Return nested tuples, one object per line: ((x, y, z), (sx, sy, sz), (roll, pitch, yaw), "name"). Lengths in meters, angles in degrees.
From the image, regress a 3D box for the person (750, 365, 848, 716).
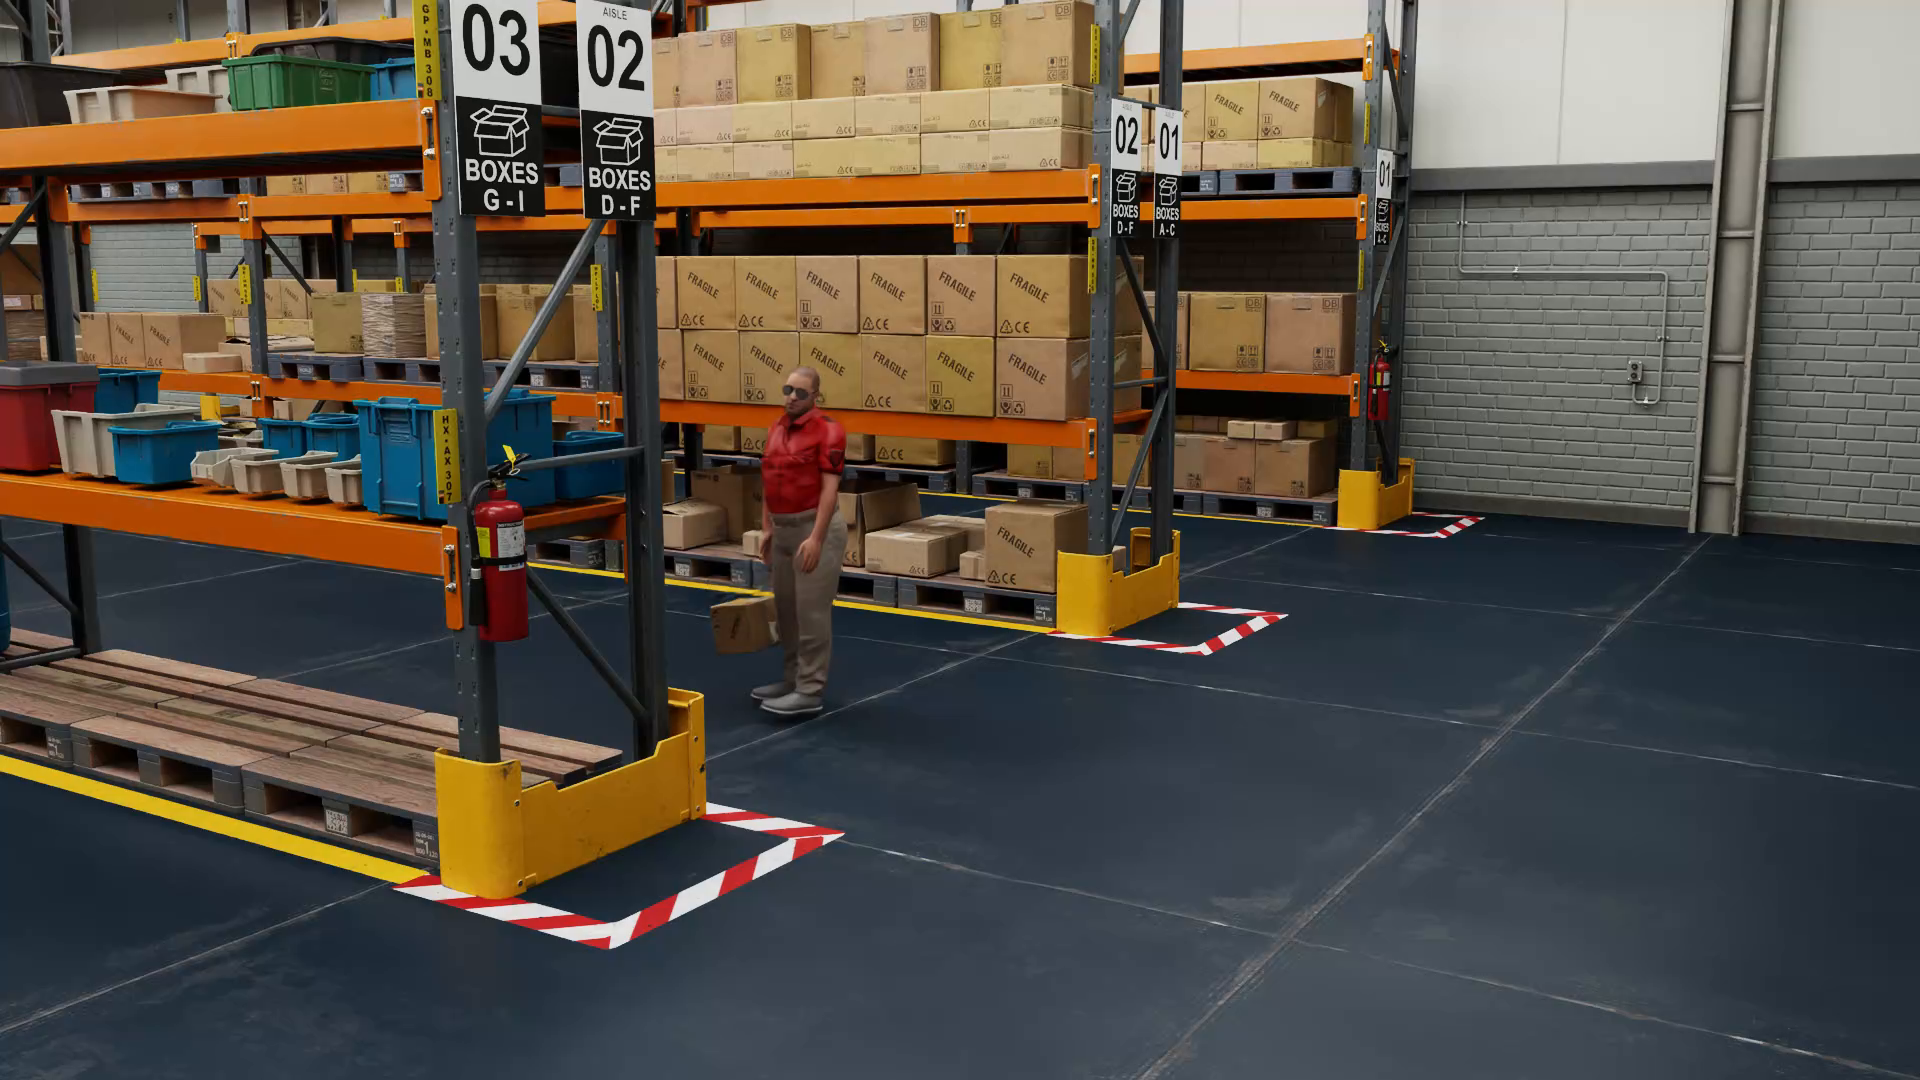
((-0.862, 0.000, 8.292), (0.514, 1.735, 0.580), (-9, 13, -44), "person")
